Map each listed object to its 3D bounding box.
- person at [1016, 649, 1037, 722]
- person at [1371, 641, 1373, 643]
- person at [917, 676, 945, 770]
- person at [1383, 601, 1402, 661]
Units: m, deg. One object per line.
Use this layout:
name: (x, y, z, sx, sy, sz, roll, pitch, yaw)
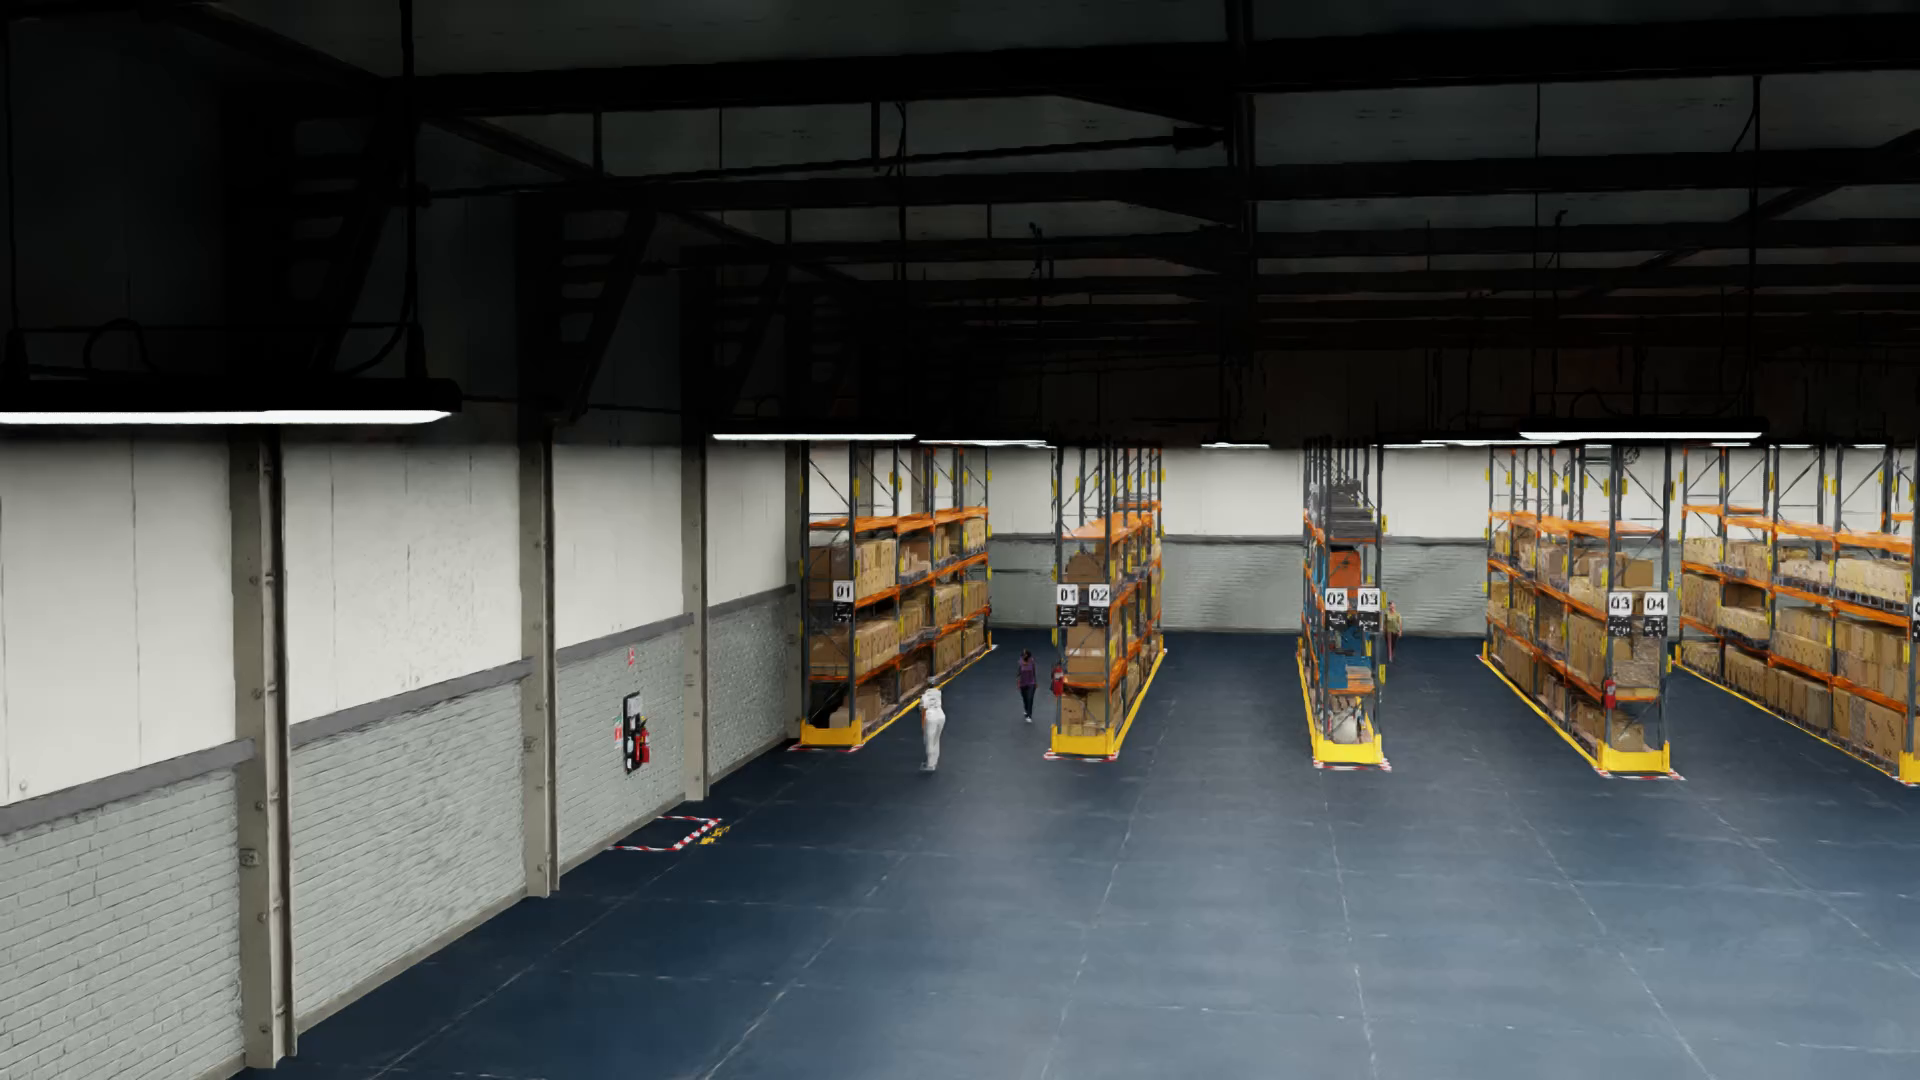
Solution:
person: (1.403, 3.044, 35.222, 0.417, 1.517, 1.037, 1, 3, 13)
person: (11.907, 2.242, 49.265, 0.651, 1.654, 0.471, -2, 4, -33)
person: (-0.546, 3.269, 29.831, 0.478, 1.667, 0.523, 3, 4, 40)
person: (11.775, 2.466, 45.251, 0.456, 1.612, 1.010, 0, 3, 9)
